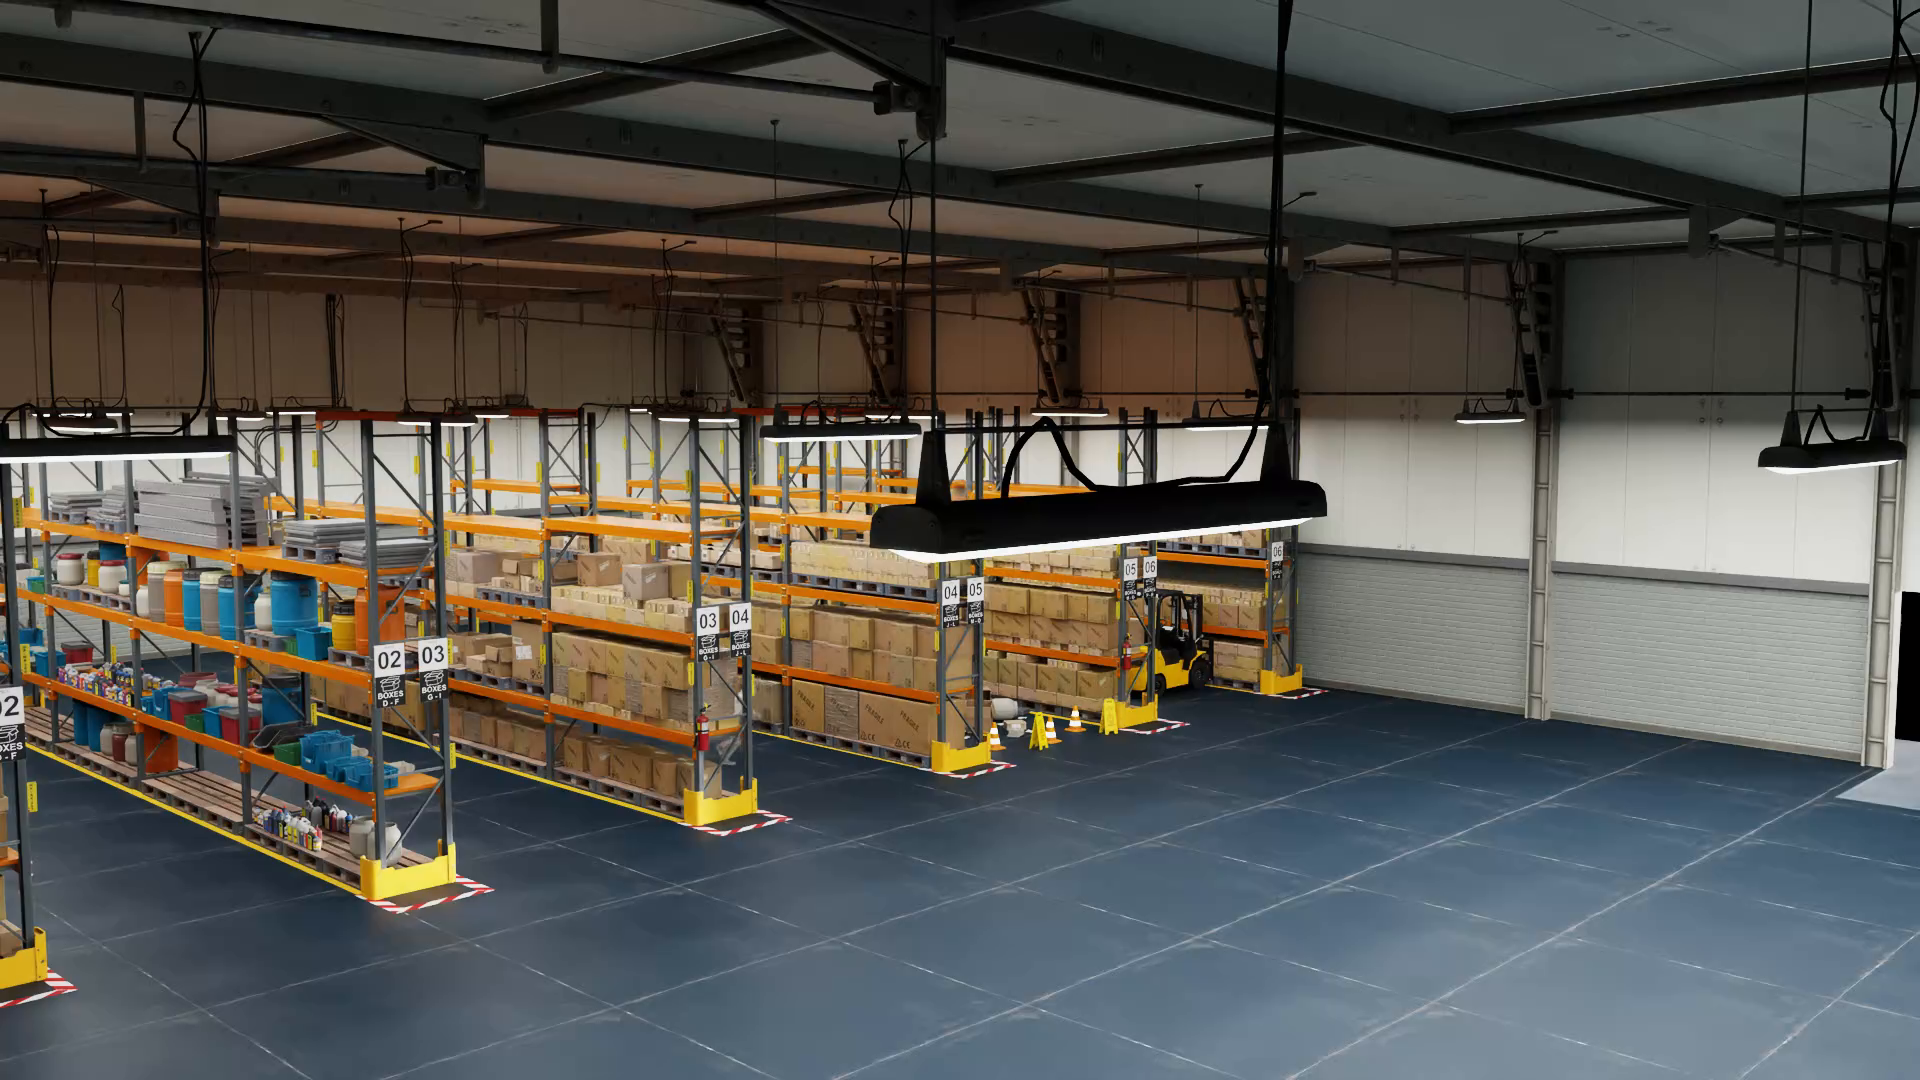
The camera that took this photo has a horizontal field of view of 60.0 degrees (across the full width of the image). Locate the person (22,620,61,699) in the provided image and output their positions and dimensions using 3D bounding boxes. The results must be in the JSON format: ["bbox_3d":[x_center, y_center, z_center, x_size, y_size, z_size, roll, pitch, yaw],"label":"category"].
[{"bbox_3d":[-19.029,2.461,34.174,0.907,1.648,0.571,-3,6,-34],"label":"person"}]

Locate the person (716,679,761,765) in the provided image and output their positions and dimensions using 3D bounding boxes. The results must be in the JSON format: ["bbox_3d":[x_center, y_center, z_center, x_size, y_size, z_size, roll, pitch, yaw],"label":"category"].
[{"bbox_3d":[-3.768,3.102,28.195,0.758,1.491,0.645,0,5,3],"label":"person"}]
